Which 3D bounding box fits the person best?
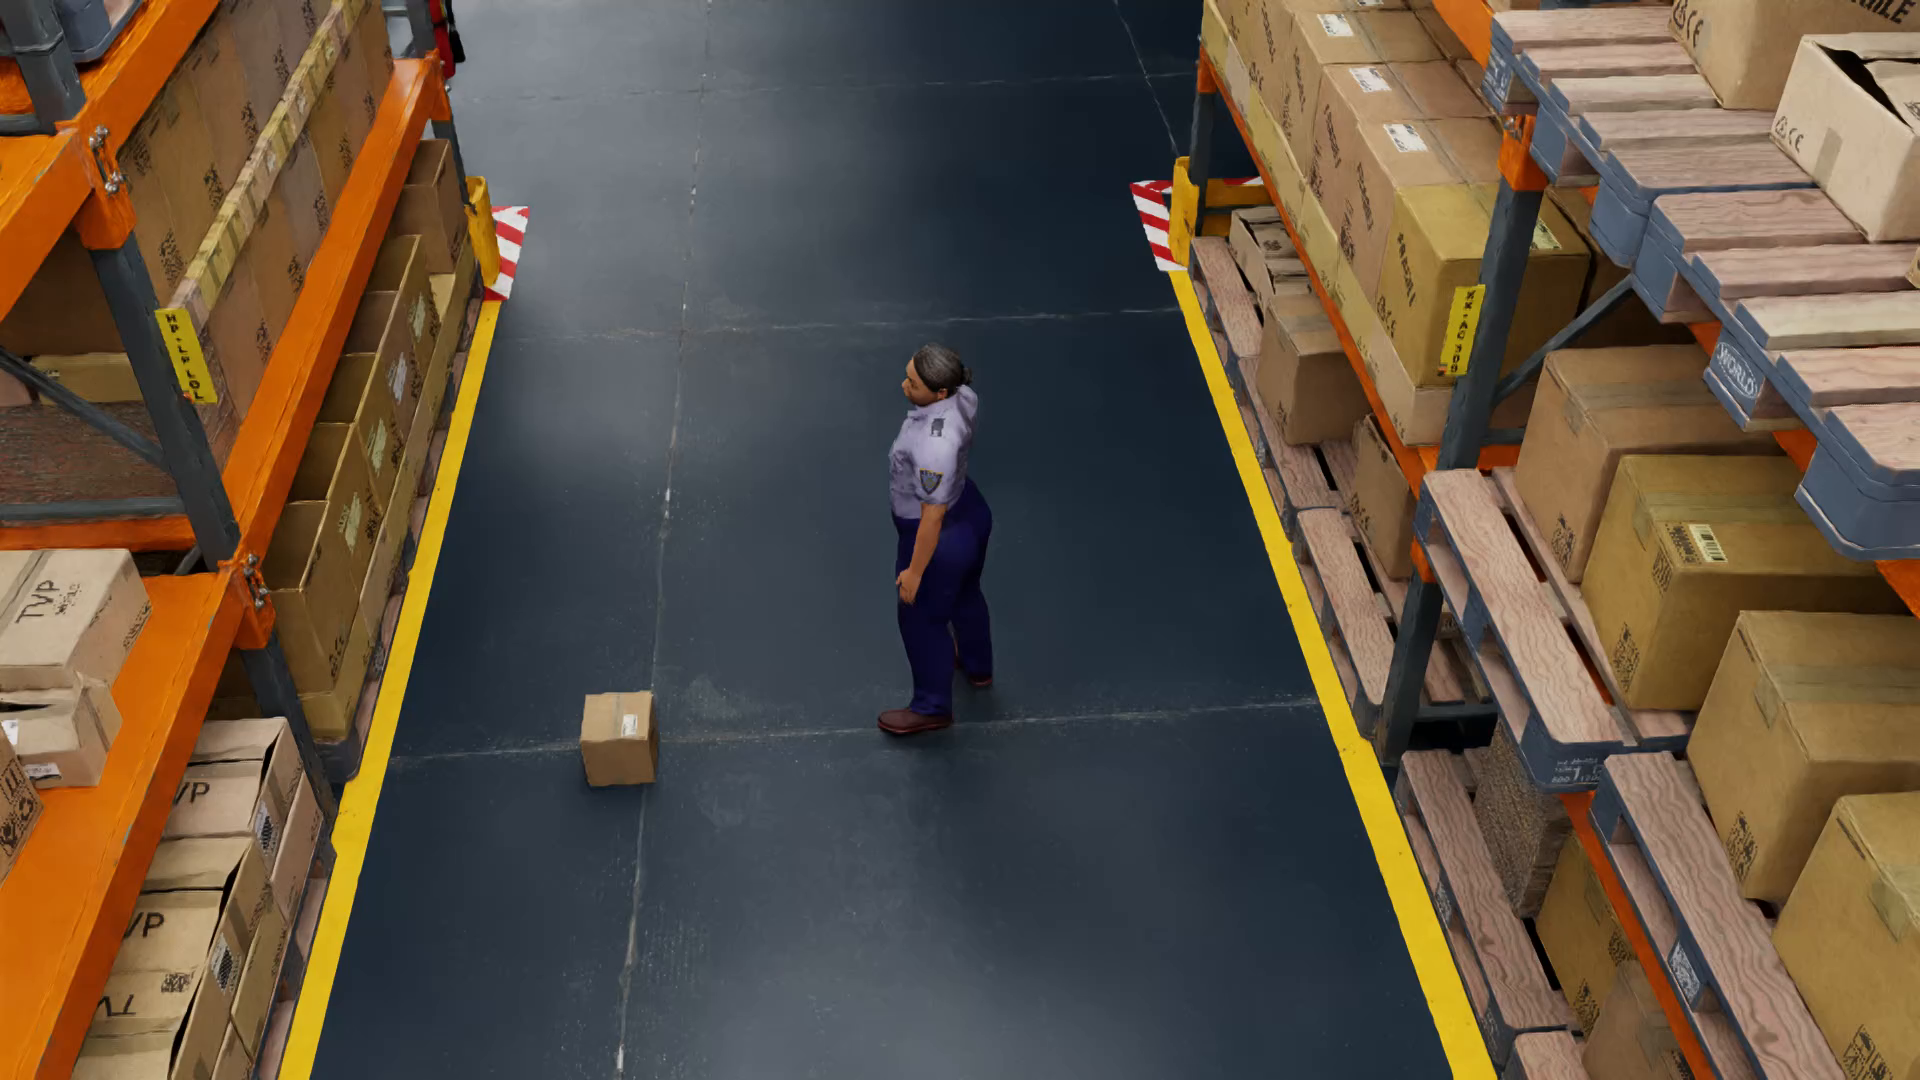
[{"bbox_3d":[-0.079,-0.017,6.160,0.374,1.641,0.602,11,41,13],"label":"person"}]
